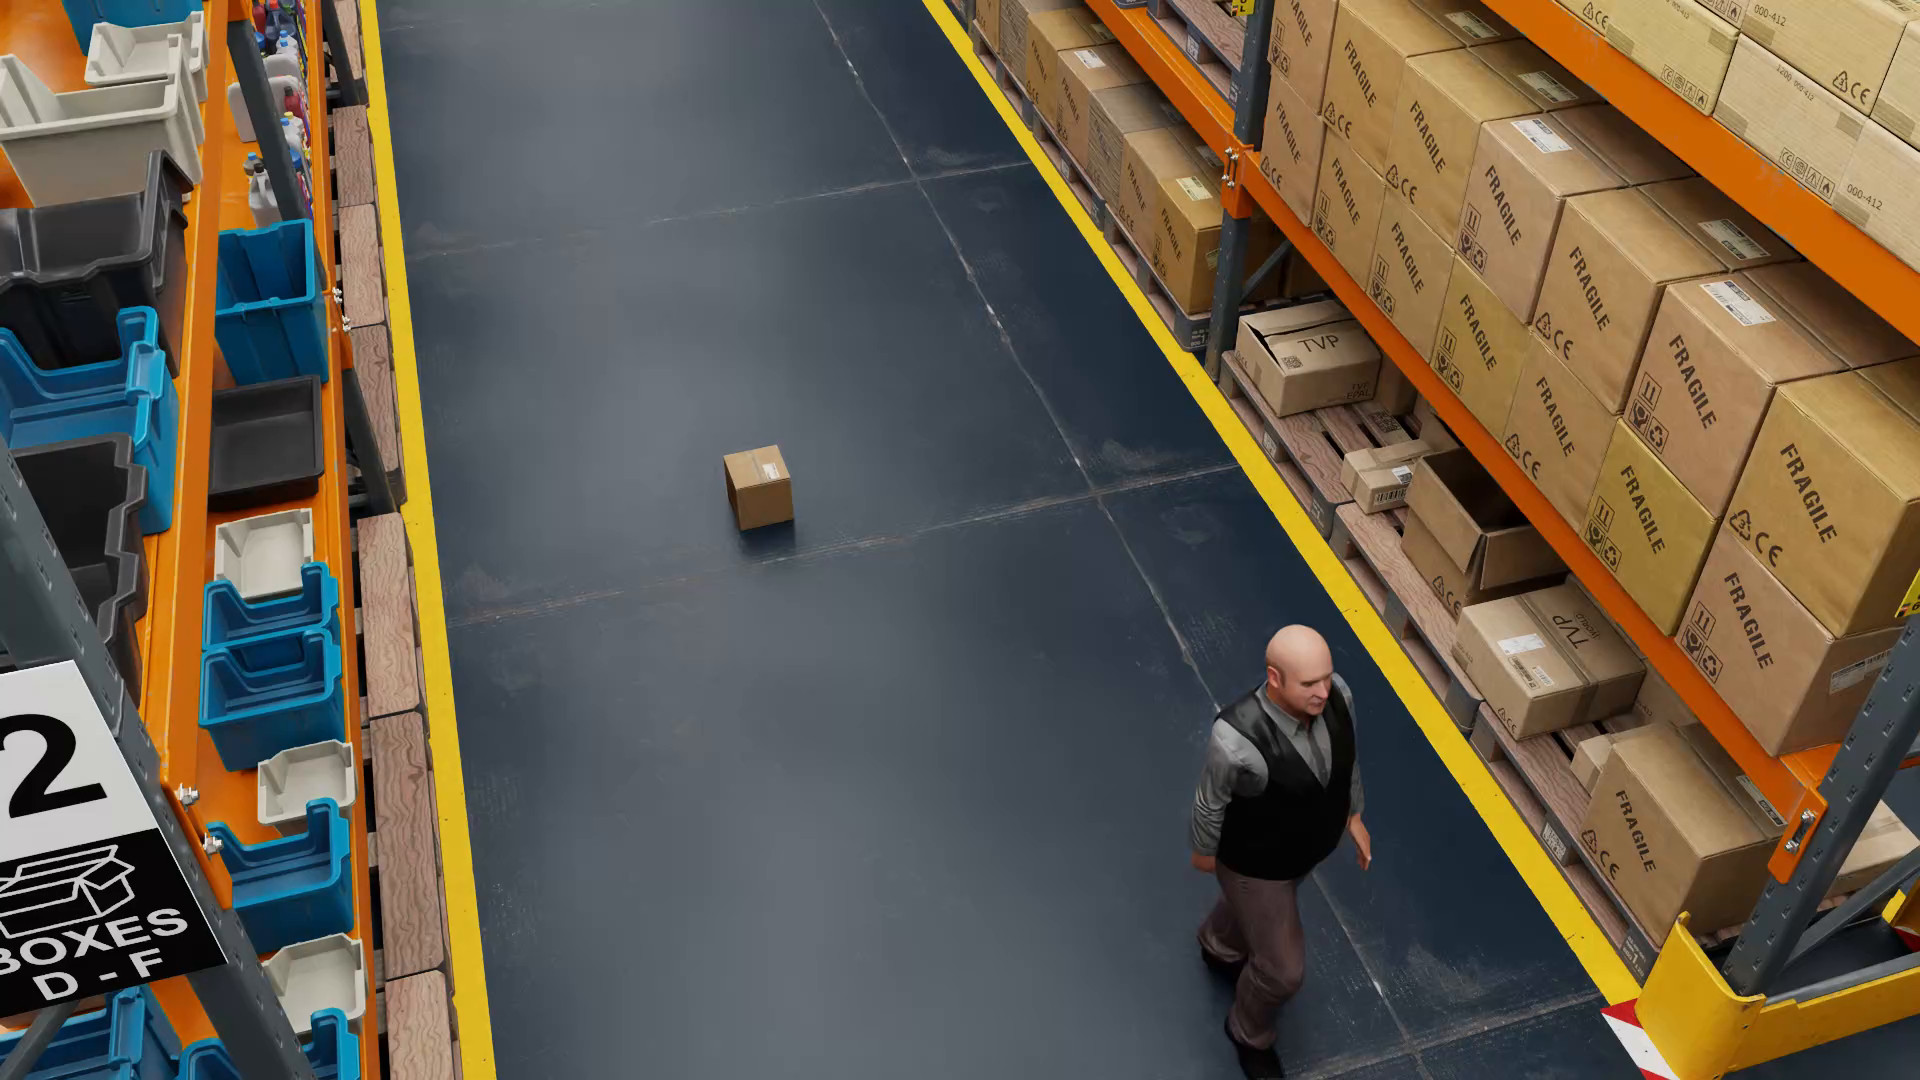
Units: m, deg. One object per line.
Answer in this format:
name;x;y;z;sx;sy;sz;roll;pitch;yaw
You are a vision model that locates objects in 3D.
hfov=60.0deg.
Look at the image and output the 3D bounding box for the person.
person;0.995;0.966;5.127;0.542;1.786;0.554;-29;50;-29
